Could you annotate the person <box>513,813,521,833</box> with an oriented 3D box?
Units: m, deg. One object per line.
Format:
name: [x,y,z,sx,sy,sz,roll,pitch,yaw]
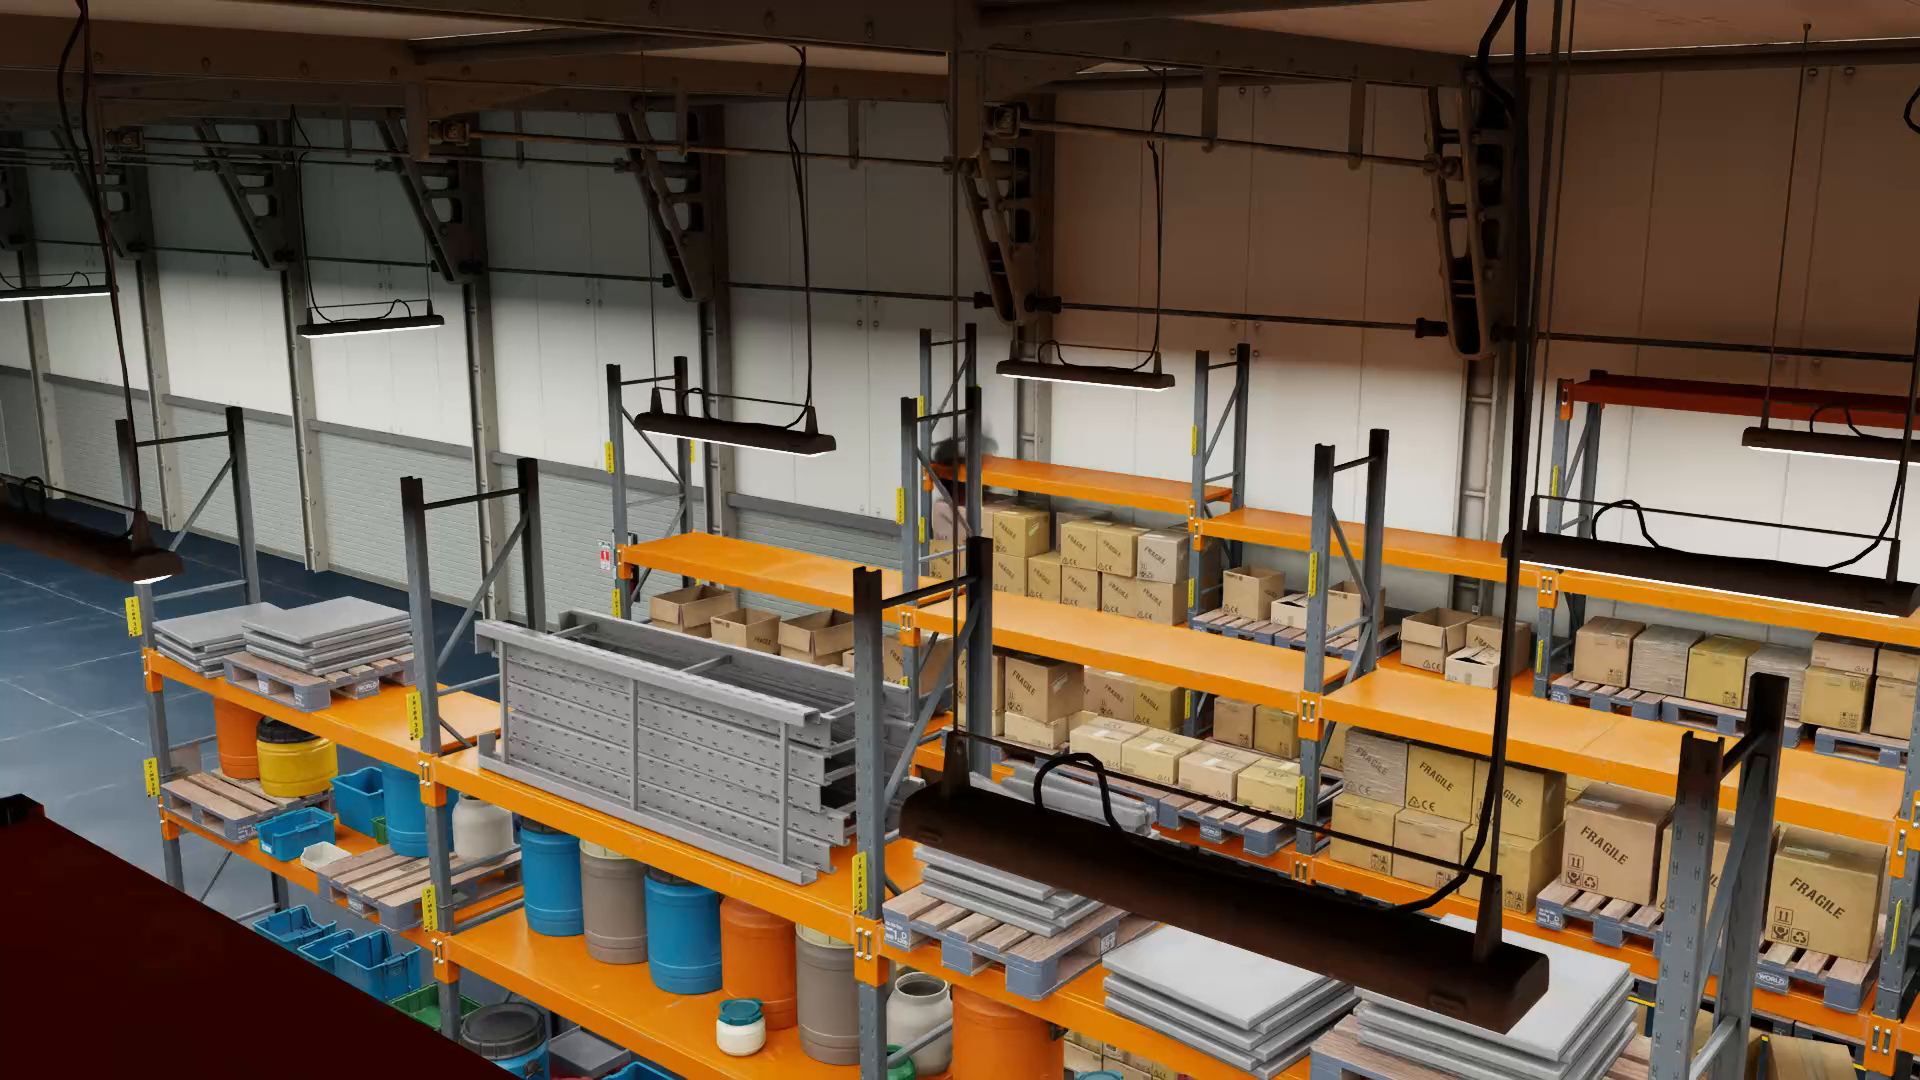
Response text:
person: [-4.827,3.015,19.276,0.774,1.627,0.520,-8,15,-31]
